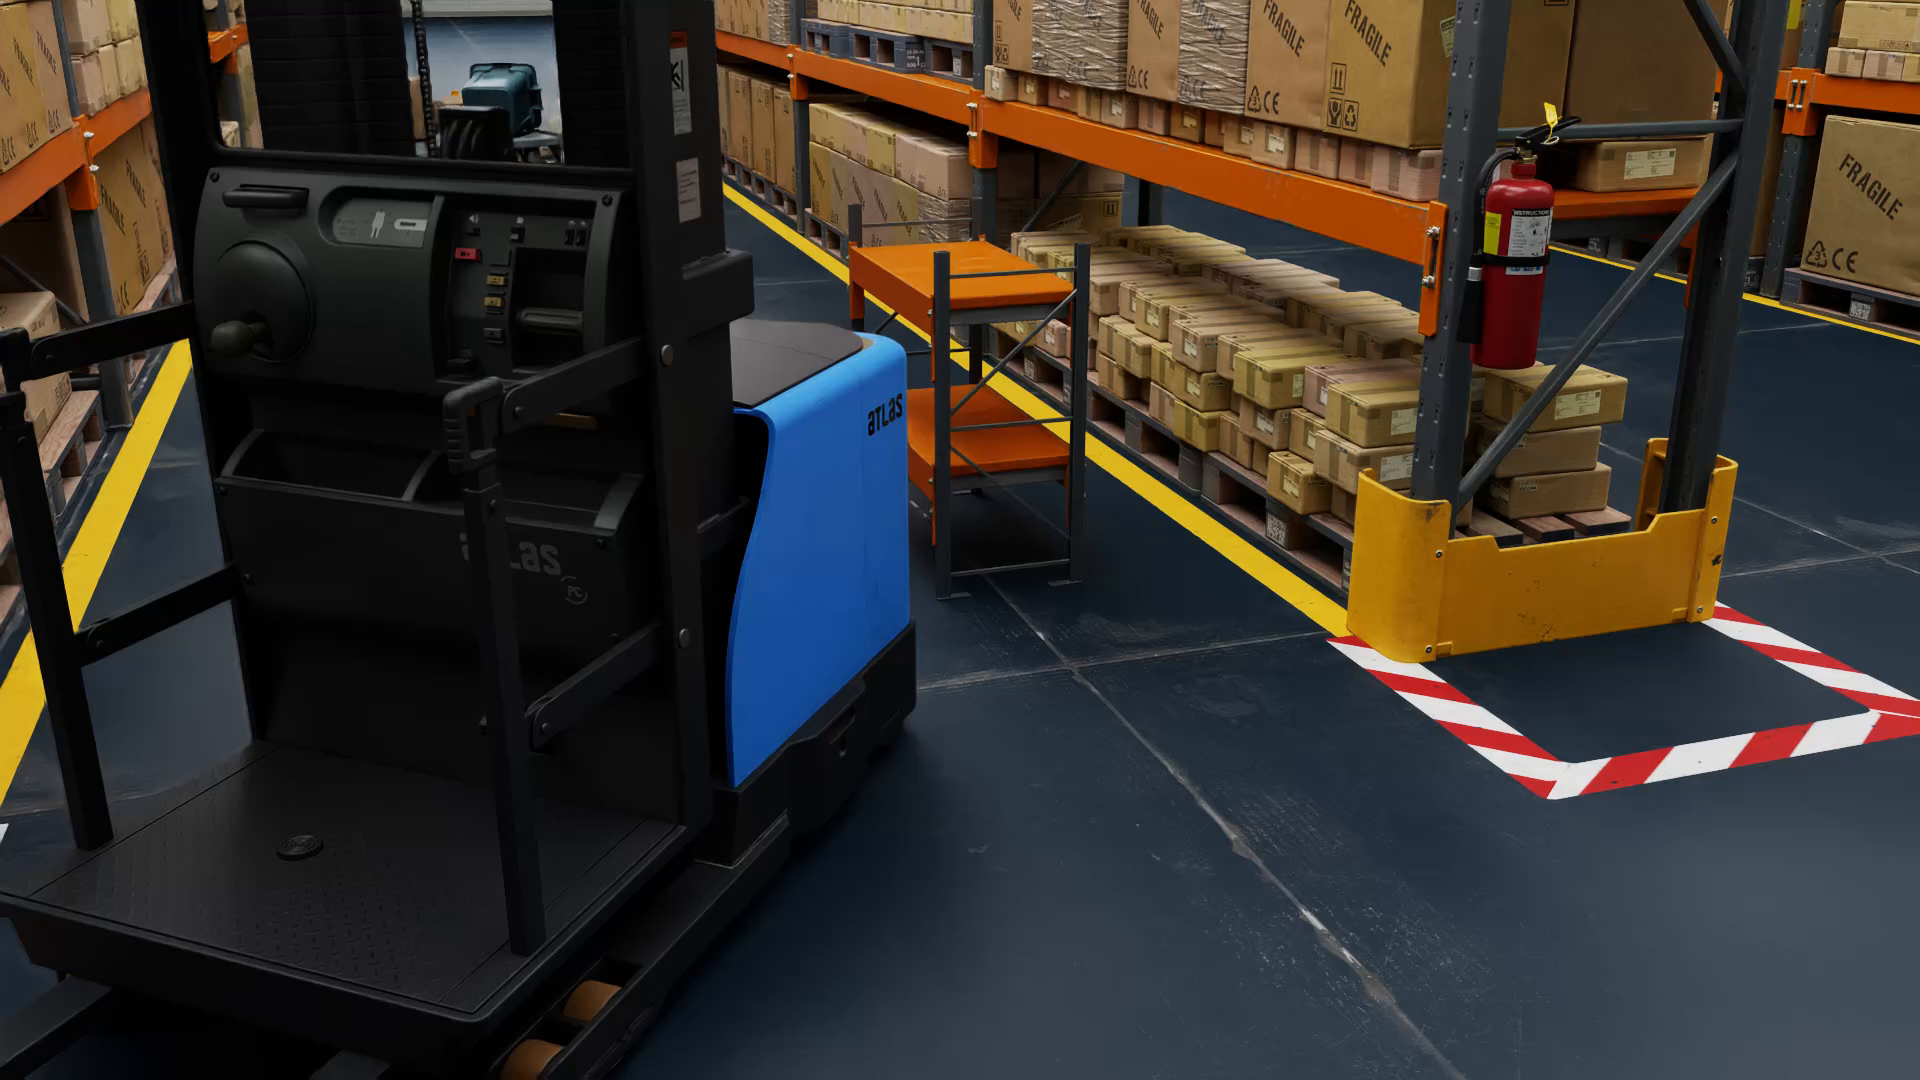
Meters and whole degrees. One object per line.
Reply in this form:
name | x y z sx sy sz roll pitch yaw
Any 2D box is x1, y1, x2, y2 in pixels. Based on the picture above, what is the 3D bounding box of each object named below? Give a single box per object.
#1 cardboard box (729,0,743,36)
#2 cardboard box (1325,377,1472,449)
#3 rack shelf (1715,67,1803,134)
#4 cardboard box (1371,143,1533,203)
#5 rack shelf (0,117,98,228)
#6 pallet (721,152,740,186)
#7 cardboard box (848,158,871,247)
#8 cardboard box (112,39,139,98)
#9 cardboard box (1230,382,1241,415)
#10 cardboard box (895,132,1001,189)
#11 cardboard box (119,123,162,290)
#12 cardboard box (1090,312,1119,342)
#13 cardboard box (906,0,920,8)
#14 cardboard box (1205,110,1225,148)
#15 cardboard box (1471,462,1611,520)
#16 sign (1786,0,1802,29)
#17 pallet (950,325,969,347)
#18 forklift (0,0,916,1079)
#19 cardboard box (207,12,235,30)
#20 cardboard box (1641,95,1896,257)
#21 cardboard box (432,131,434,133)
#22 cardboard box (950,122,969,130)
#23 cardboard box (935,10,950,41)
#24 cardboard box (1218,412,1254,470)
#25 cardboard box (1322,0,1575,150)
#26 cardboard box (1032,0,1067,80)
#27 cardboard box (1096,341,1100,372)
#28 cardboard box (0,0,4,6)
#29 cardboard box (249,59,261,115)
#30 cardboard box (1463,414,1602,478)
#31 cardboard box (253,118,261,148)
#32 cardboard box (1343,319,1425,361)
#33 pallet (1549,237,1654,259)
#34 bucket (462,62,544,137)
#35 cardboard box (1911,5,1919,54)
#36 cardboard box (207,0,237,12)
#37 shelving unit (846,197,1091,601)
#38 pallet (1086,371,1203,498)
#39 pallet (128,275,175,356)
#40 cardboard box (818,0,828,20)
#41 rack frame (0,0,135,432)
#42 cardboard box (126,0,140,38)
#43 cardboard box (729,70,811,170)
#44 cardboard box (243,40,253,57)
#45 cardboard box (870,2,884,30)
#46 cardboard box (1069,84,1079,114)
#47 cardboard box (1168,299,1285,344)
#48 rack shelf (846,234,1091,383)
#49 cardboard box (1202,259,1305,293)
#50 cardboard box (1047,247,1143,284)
cardboard box | -1.575 -4.349 13.440 0.500 0.500 0.500 -6 21 -16
cardboard box | 1.406 -0.413 5.345 0.380 0.149 0.250 -6 21 -17
rack shelf | 4.668 -3.216 11.496 1.077 0.370 4.000 -6 21 -17
cardboard box | 1.442 -1.091 4.887 0.380 0.149 0.250 -6 21 -17
rack shelf | -3.483 -0.879 4.991 1.077 0.370 4.000 -6 21 -17
pallet | -1.645 -3.433 15.162 1.003 0.211 1.213 -6 21 -17
cardboard box | -0.394 -2.143 10.523 0.500 0.500 0.500 -7 21 -19
cardboard box | -4.309 -2.290 8.077 0.500 0.250 0.500 -7 21 -18
cardboard box | 1.224 -0.533 6.119 0.380 0.149 0.250 -7 21 -18
cardboard box | -0.067 -2.170 9.489 0.500 0.250 0.500 -5 20 -15
cardboard box | -4.954 -1.824 9.078 0.875 0.875 0.875 -6 21 -17
cardboard box | 0.788 -0.940 7.251 0.380 0.149 0.250 -5 20 -15
cardboard box | -0.087 -3.079 9.362 0.380 0.149 0.250 -8 21 -20
cardboard box | 1.121 -1.513 6.064 0.380 0.149 0.250 -7 21 -19
cardboard box | 1.952 -0.192 5.611 0.380 0.149 0.250 -6 21 -16
sign | 2.328 -1.599 4.651 0.100 0.325 0.005 -6 21 -17
pallet | 0.310 -1.355 9.377 1.003 0.211 1.213 -6 21 -17
forklift | -1.116 -0.477 2.909 1.130 2.935 3.031 7 21 20
cardboard box | -6.421 -4.444 14.222 0.380 0.149 0.250 -6 21 -17
cardboard box | 5.076 -2.313 10.442 1.225 0.875 0.875 -6 21 -17
cardboard box | -5.554 -4.163 17.286 0.380 0.149 0.250 4 20 11
cardboard box | 0.249 -2.392 10.106 0.500 0.250 0.500 -6 20 -15
cardboard box | 0.084 -2.767 8.933 0.380 0.149 0.250 -6 21 -17
cardboard box | 1.181 -0.380 6.134 0.380 0.149 0.250 -6 21 -17
cardboard box | 1.428 -1.438 4.895 0.500 0.500 0.500 -6 21 -16
cardboard box | 0.635 -2.261 7.186 0.500 0.500 0.500 -6 21 -17
cardboard box | 0.821 -0.804 7.315 0.380 0.149 0.250 -7 21 -20
cardboard box | -3.380 -1.929 5.223 0.500 0.500 0.500 -6 21 -16
cardboard box | -6.896 -4.238 15.616 0.500 0.500 0.500 -5 20 -14
cardboard box | 1.892 -0.326 5.542 0.380 0.149 0.250 -5 20 -15
cardboard box | -6.734 -3.718 15.278 0.500 0.250 0.500 -5 20 -14
cardboard box | 1.656 -0.715 6.187 0.380 0.149 0.250 -7 21 -20
pallet | 4.595 -2.232 11.818 1.003 0.211 1.213 -6 21 -17
bucket | -4.190 -3.959 15.094 0.726 0.611 0.620 1 30 2
cardboard box | 5.347 -2.643 8.620 0.500 0.250 0.500 -6 21 -17
cardboard box | -6.500 -4.785 14.212 0.500 0.500 0.500 -6 21 -17
shelving unit | 0.002 -0.527 5.720 0.538 1.125 1.048 -6 21 -17
pallet | 1.188 -0.502 7.001 1.003 0.211 1.213 -6 21 -17
pallet | -4.813 -1.179 8.886 1.003 0.211 1.213 -6 21 -17
cardboard box | -0.752 -3.616 11.296 0.380 0.149 0.250 -7 21 -18
rack frame | -4.112 -1.859 6.656 1.000 3.000 0.127 -6 21 -17
cardboard box | -4.467 -2.686 8.441 0.500 0.250 0.500 -7 21 -19
cardboard box | -1.379 -3.624 14.276 1.050 0.750 0.750 -6 21 -17
cardboard box | -7.048 -4.766 16.126 0.380 0.149 0.250 -5 20 -15
cardboard box | -0.334 -3.191 10.112 0.380 0.149 0.250 -6 21 -16
cardboard box | 0.699 -1.931 7.227 0.380 0.149 0.250 -7 21 -20
cardboard box | 1.044 -0.836 6.522 0.380 0.149 0.250 -7 21 -19
rack shelf | 0.002 -0.803 5.621 0.538 0.278 1.000 -6 21 -17
cardboard box | 1.298 -1.142 7.374 0.380 0.149 0.250 -7 21 -20
cardboard box | 0.624 -1.251 7.677 0.380 0.149 0.250 -7 21 -18
